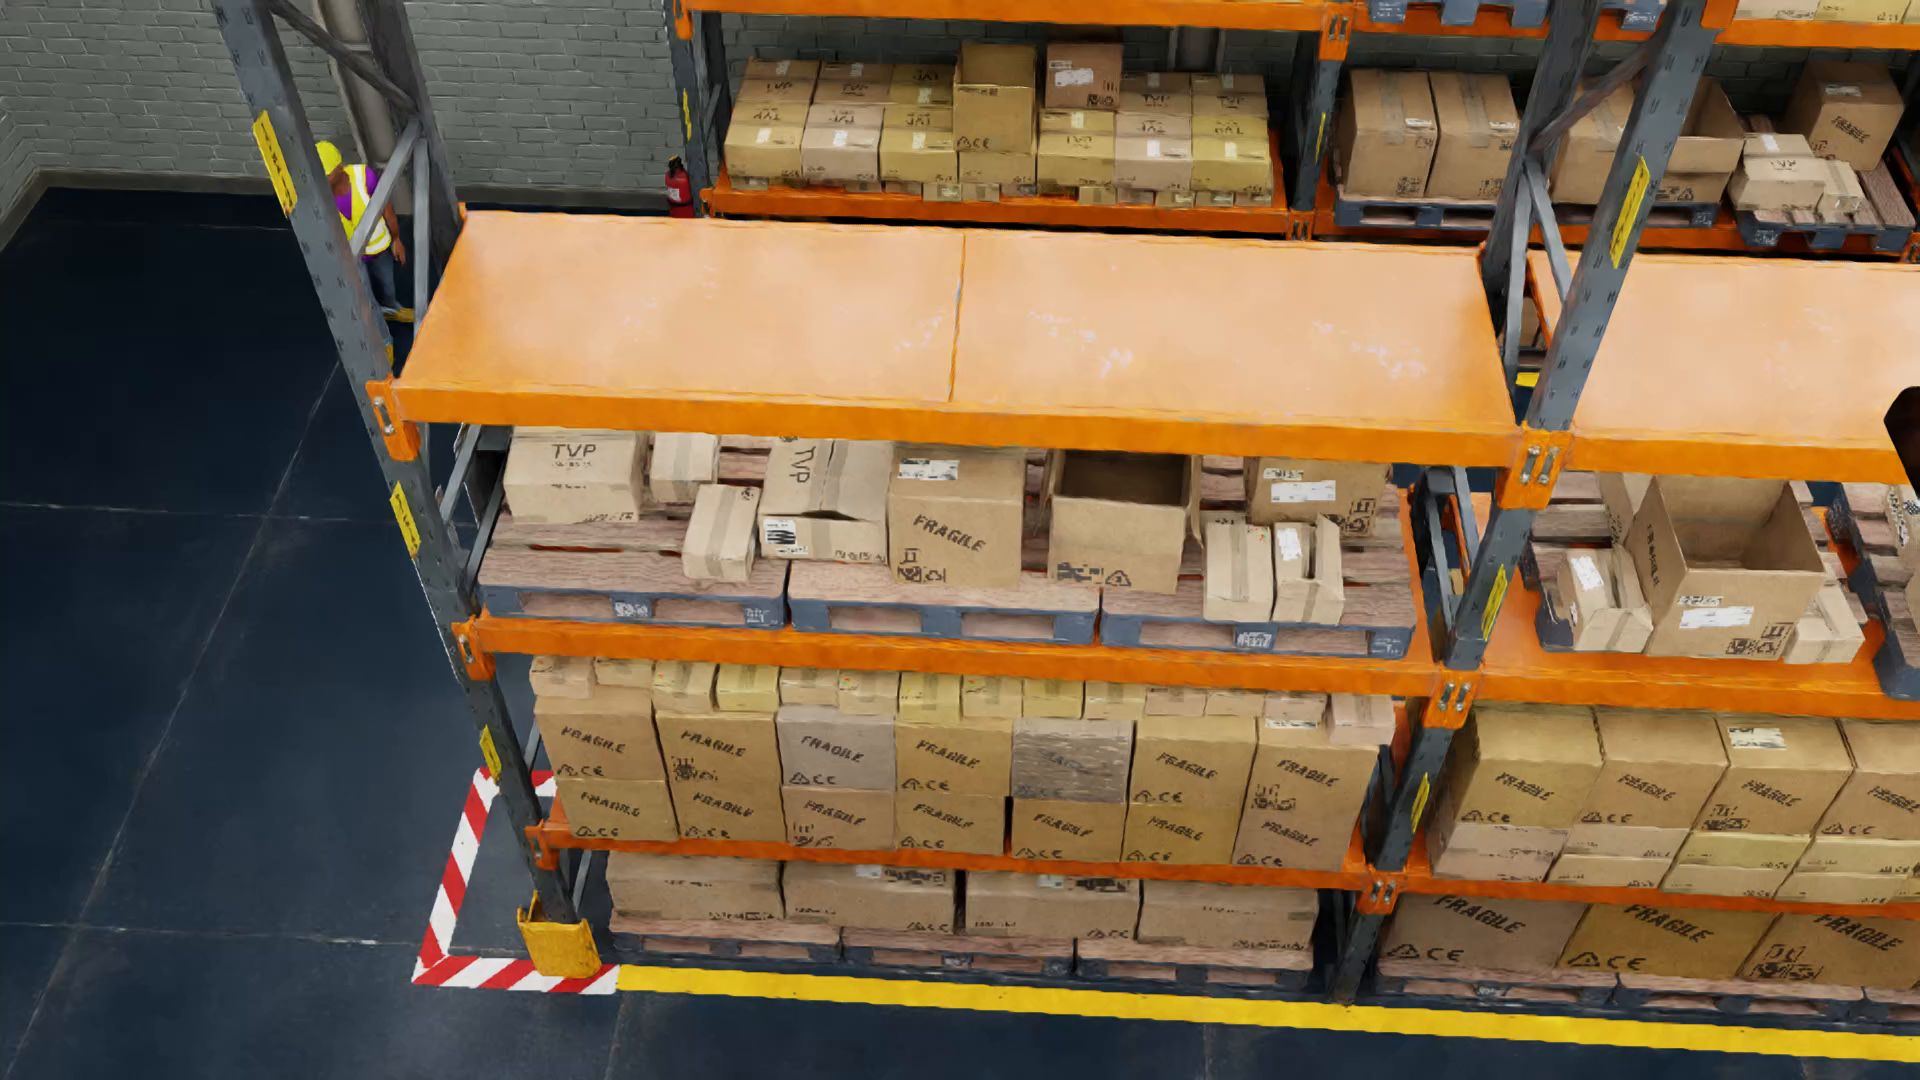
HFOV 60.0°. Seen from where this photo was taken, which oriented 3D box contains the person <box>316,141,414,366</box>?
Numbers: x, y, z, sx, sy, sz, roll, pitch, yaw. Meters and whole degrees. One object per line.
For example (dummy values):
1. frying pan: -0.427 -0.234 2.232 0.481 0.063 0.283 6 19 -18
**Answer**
1. person: -4.129 -2.016 11.396 0.594 1.762 0.614 -23 52 -20
